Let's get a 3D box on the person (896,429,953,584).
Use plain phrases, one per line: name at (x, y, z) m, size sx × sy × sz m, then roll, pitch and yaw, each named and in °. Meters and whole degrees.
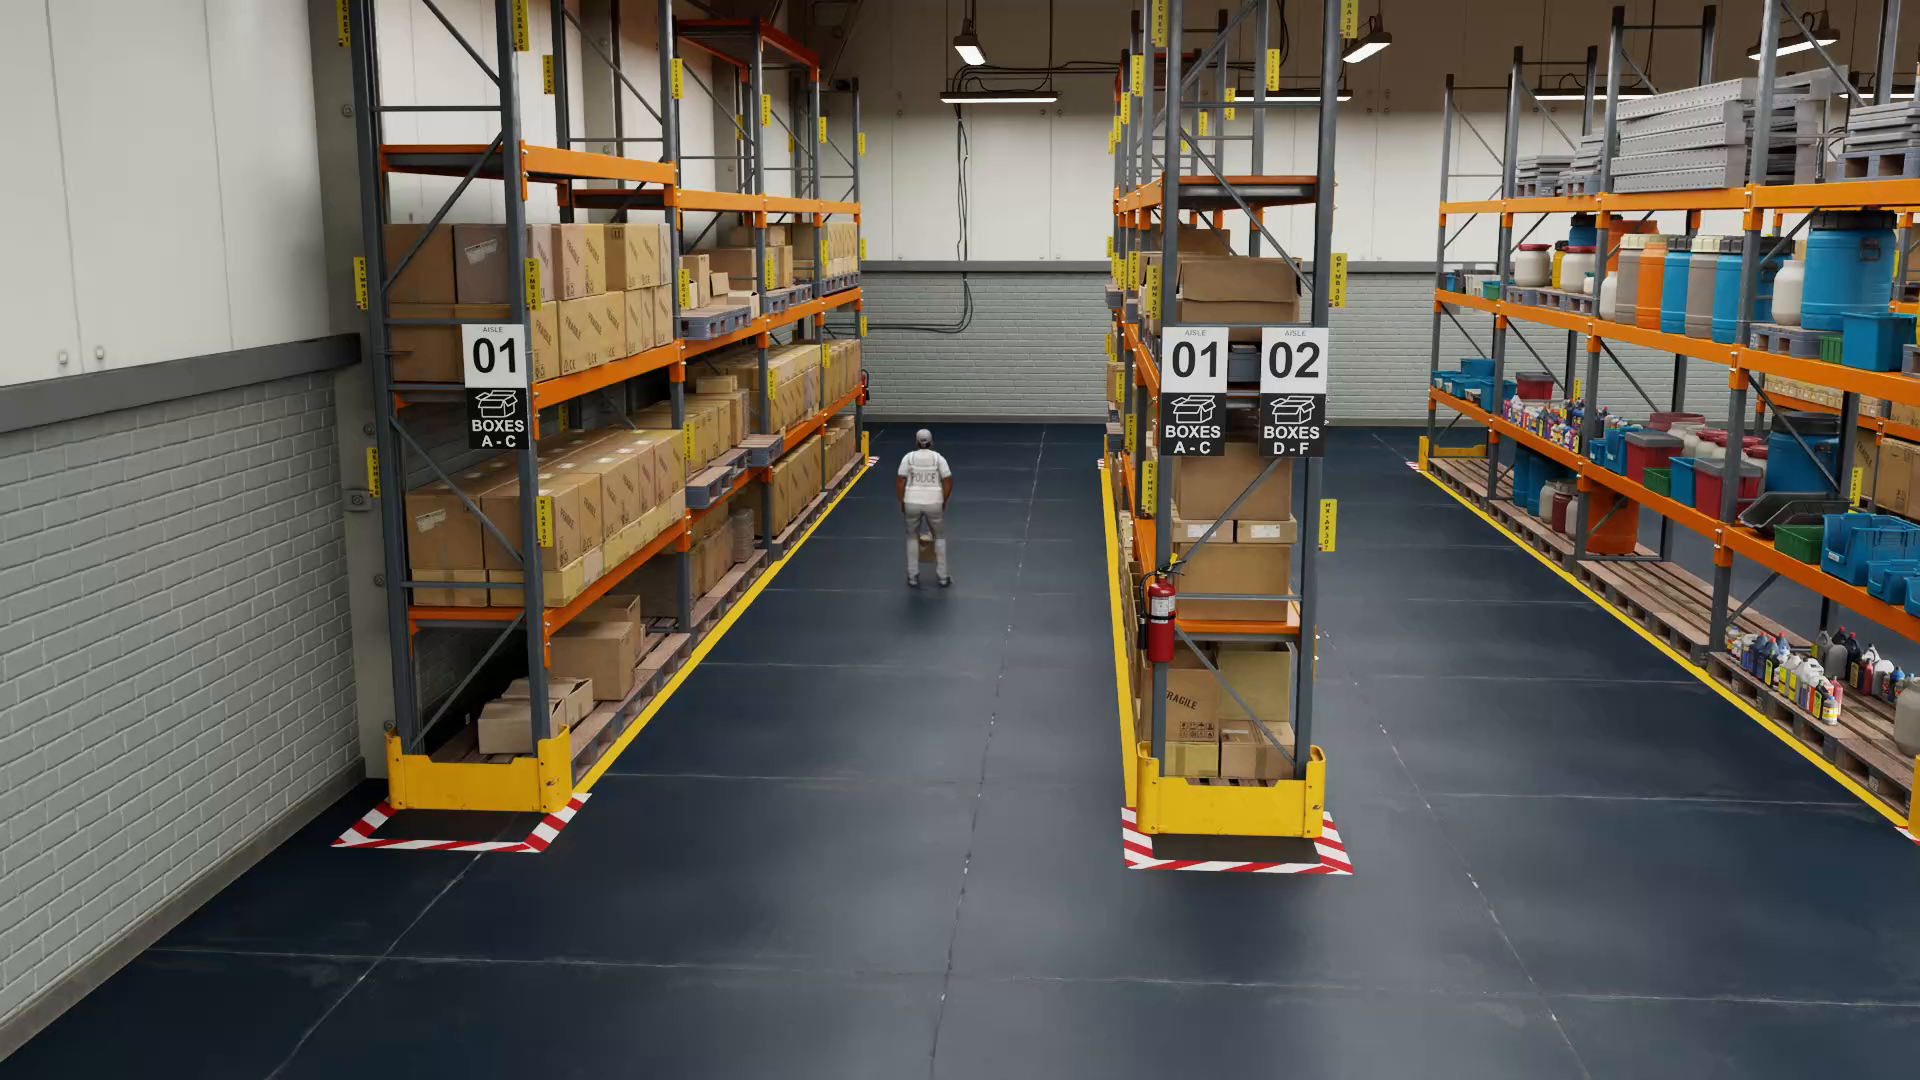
person at (-0.380, -0.365, 17.883) m, size 0.606 × 1.635 × 0.512 m, roll 0°, pitch 11°, yaw 2°
